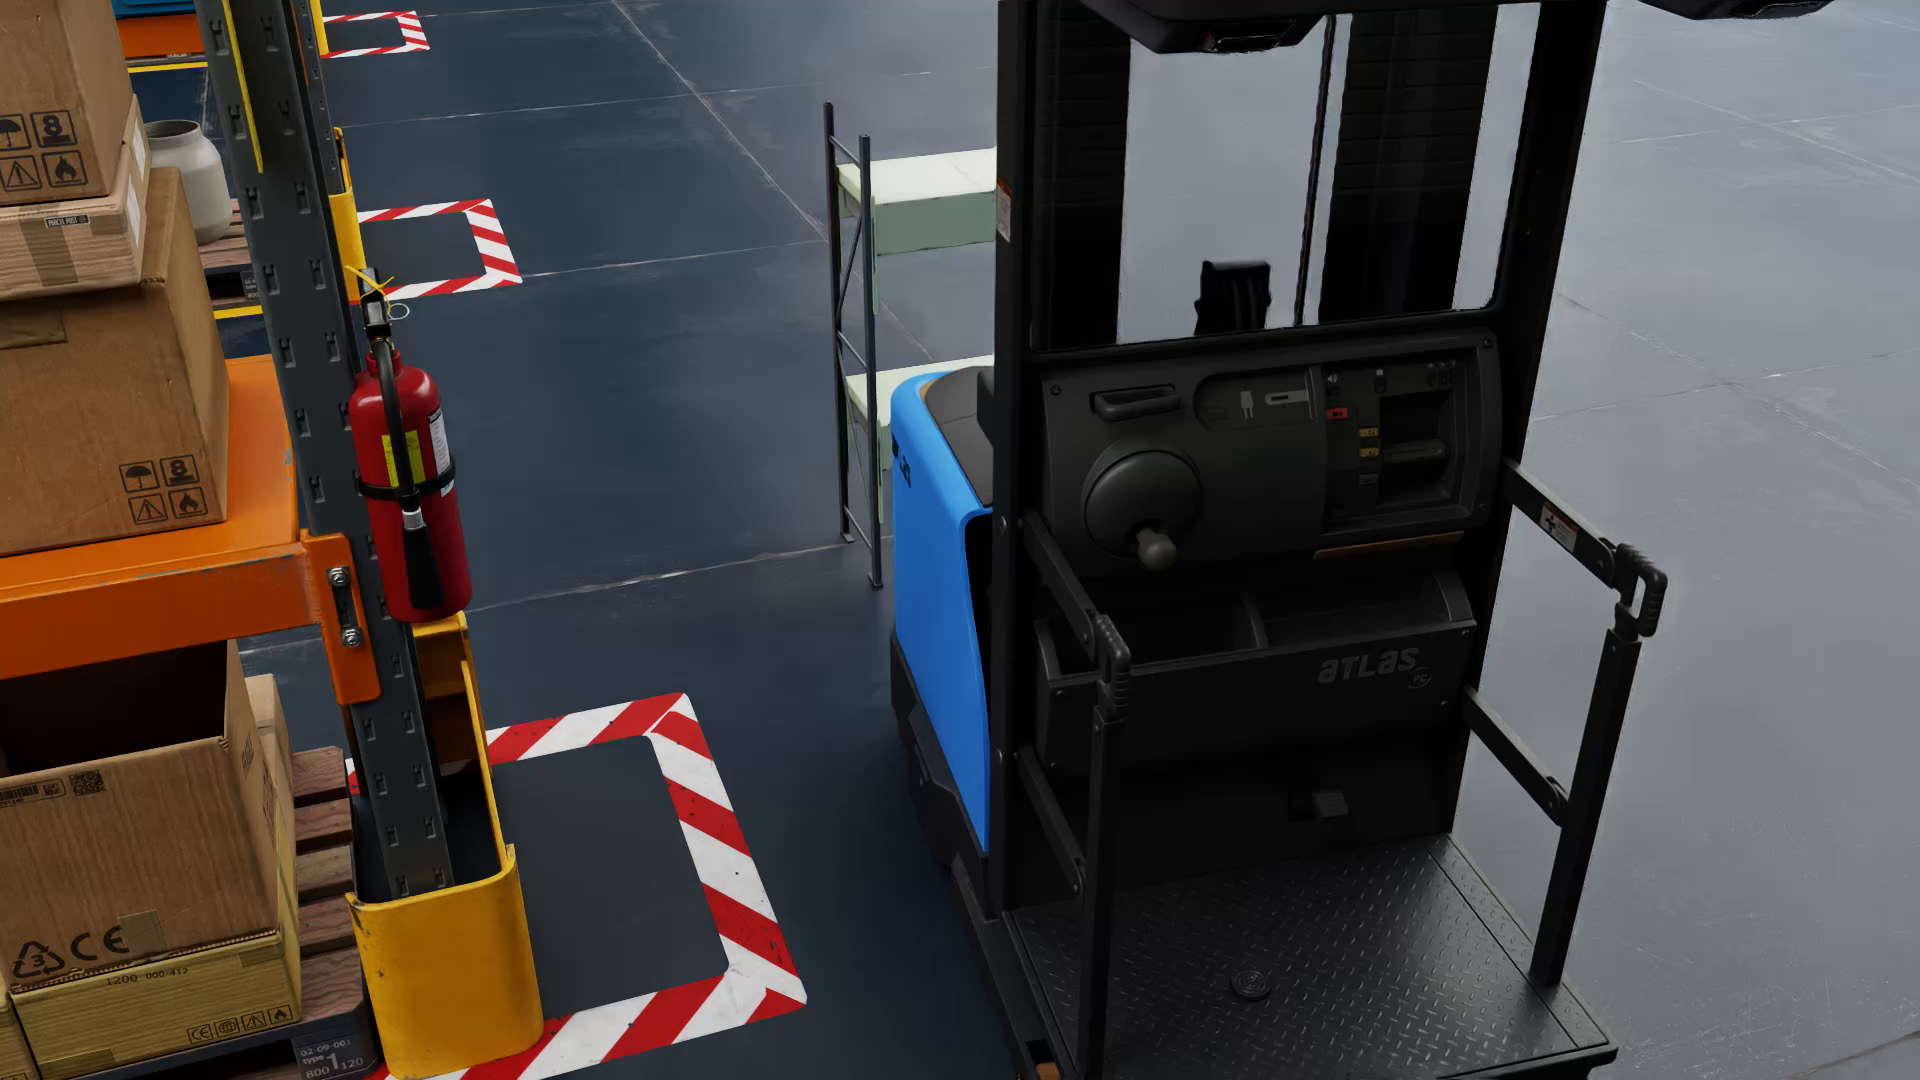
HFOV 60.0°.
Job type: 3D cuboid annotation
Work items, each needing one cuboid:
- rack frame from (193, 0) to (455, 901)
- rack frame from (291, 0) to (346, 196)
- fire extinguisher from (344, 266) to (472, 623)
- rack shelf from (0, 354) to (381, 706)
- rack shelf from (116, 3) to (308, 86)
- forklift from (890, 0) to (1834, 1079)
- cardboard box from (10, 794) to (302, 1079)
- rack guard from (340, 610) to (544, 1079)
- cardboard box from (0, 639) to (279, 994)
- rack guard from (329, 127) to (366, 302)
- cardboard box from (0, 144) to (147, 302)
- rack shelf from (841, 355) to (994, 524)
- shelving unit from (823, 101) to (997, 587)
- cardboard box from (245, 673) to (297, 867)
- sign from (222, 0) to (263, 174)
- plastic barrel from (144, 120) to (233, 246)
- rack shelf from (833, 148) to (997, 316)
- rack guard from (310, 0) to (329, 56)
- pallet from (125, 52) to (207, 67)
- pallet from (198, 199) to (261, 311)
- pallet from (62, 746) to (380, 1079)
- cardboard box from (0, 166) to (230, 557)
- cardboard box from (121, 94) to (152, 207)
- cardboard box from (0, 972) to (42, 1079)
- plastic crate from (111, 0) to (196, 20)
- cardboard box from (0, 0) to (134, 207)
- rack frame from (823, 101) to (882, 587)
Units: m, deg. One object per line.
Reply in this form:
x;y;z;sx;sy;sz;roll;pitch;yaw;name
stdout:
-1.316;-0.400;3.421;0.127;3.000;1.000;-10;31;-18;rack frame
-3.040;-2.698;7.456;0.127;3.000;1.000;-10;31;-18;rack frame
-1.043;-0.171;3.098;0.183;0.674;0.296;-10;31;-18;fire extinguisher
-3.190;0.258;2.993;4.000;0.370;1.077;-10;31;-18;rack shelf
-4.914;-2.040;7.028;4.000;0.370;1.077;-10;31;-18;rack shelf
0.663;-0.125;3.008;1.130;2.935;3.031;-7;30;-12;forklift
-1.715;0.842;3.595;0.500;0.250;0.500;-10;31;-18;cardboard box
-1.293;0.682;4.047;0.348;0.500;1.175;-10;31;-18;rack guard
-1.715;0.518;3.407;0.500;0.500;0.500;-10;31;-18;cardboard box
-3.094;-1.577;8.013;0.348;0.500;1.175;-10;31;-18;rack guard
-1.607;-0.570;2.965;0.250;0.149;0.380;-11;31;-18;cardboard box
0.006;-0.370;5.542;0.720;0.370;0.431;-10;31;-18;rack shelf
0.006;-0.653;5.381;0.755;1.500;0.431;-10;31;-18;shelving unit
-1.896;0.602;4.016;0.500;0.250;0.500;-10;31;-18;cardboard box
-1.140;-0.751;2.630;0.005;0.325;0.100;-10;31;-18;sign
-3.630;-1.651;7.706;0.421;0.512;0.421;0;30;0;plastic barrel
0.006;-0.992;5.188;0.720;0.370;0.431;-10;31;-18;rack shelf
-4.838;-3.897;12.085;0.348;0.500;1.175;-10;31;-18;rack guard
-5.612;-3.648;11.939;1.213;0.211;1.003;-10;31;-18;pallet
-3.858;-1.314;7.843;1.213;0.211;1.003;-10;31;-18;pallet
-2.018;0.963;3.846;1.213;0.211;1.003;-10;31;-18;pallet
-1.758;-0.368;3.265;0.500;0.500;0.700;-10;31;-18;cardboard box
-1.759;-0.757;3.292;0.250;0.149;0.380;-11;31;-18;cardboard box
-2.180;0.934;3.433;0.500;0.250;0.500;-10;31;-18;cardboard box
-3.404;-2.408;7.097;0.616;0.251;0.499;-10;31;-18;plastic crate
-1.807;-0.923;2.928;0.500;0.500;0.700;-10;31;-17;cardboard box
-0.337;-0.590;5.270;0.023;1.500;0.400;-10;31;-18;rack frame
